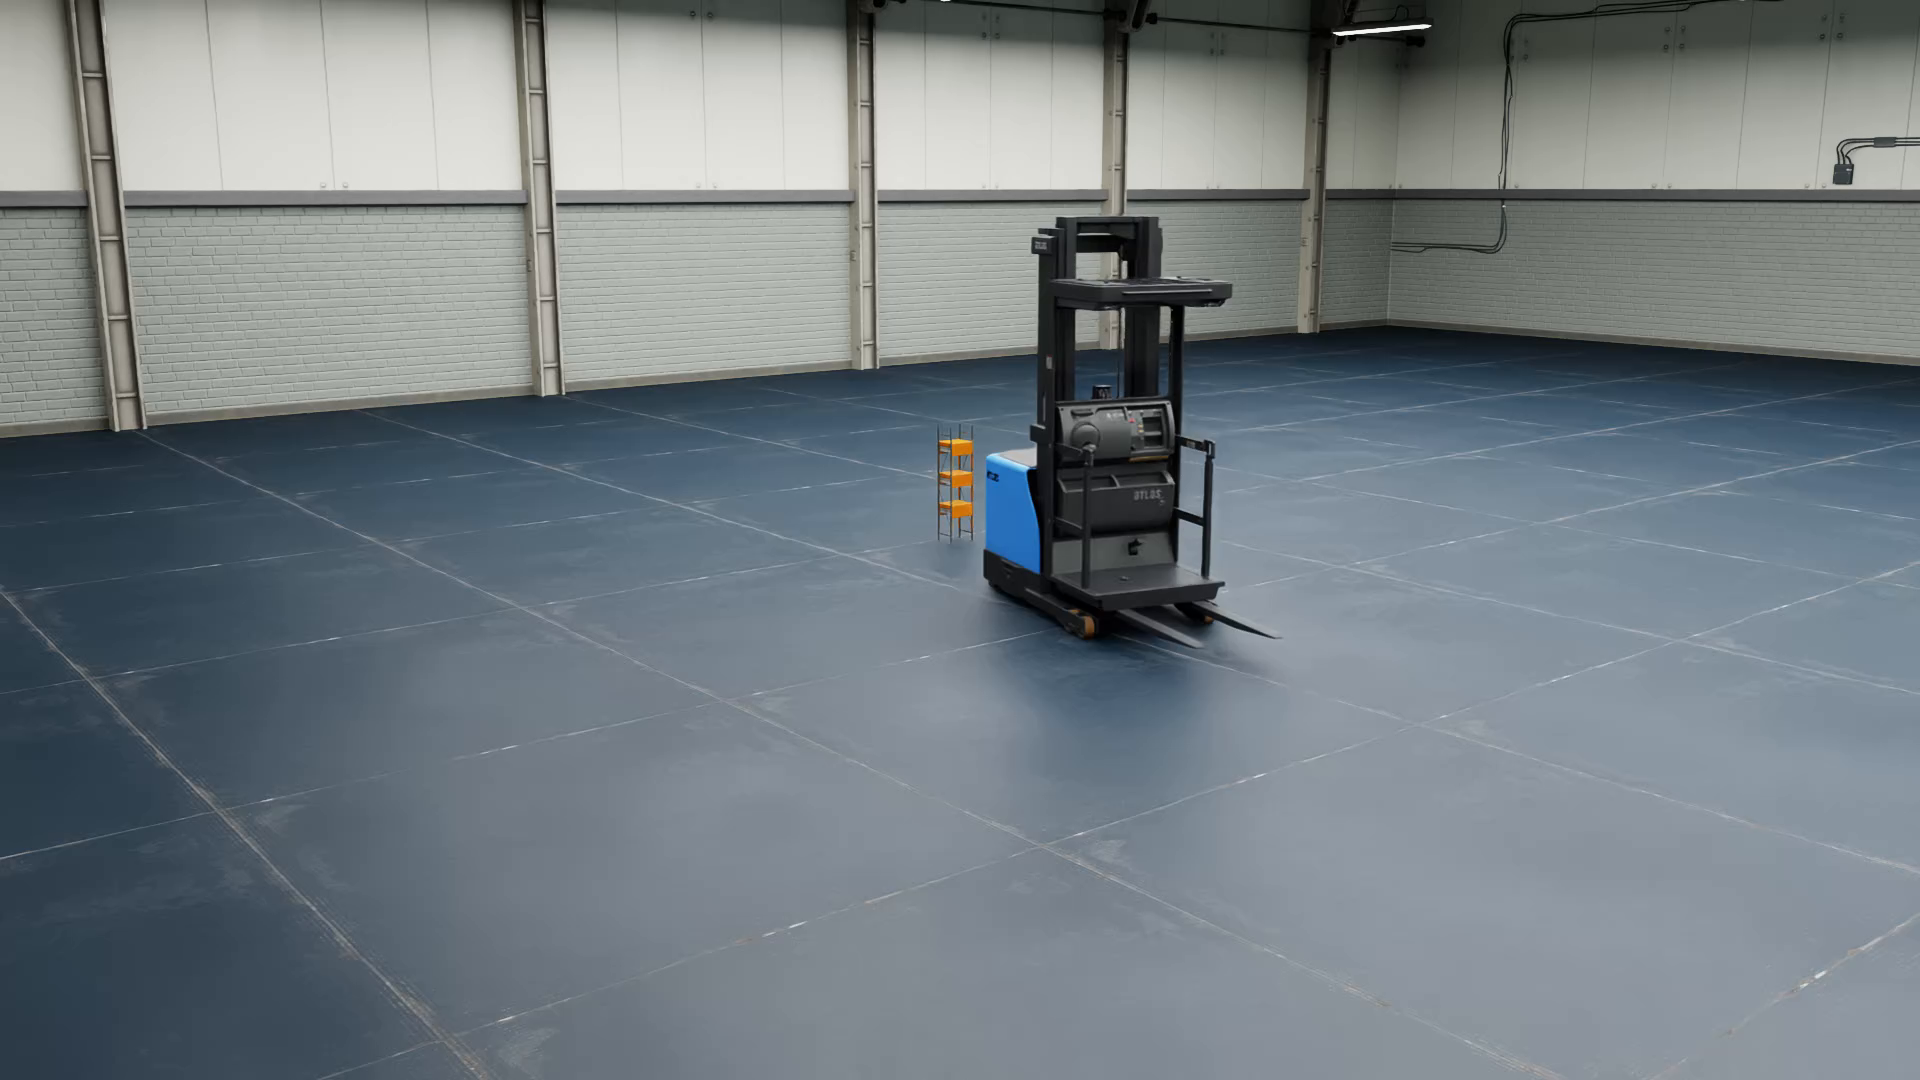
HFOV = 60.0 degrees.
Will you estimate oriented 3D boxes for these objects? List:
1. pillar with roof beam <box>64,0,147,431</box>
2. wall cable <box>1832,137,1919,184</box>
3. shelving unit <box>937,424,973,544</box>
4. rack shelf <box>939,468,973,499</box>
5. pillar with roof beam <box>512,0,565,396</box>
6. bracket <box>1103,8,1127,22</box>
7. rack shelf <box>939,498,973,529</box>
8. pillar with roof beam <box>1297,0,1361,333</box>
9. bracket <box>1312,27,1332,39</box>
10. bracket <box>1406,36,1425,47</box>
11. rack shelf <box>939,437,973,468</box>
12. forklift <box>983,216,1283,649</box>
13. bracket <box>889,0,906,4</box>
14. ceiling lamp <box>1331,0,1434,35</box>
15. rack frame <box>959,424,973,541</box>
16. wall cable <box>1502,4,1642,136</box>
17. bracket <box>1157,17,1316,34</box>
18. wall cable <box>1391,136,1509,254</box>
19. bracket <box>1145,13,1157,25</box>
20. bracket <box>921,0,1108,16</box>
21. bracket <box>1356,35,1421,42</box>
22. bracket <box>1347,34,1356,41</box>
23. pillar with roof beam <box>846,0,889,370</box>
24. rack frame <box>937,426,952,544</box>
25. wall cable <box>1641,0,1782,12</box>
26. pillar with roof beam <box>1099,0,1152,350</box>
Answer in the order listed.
[{"bbox_3d":[-8.358,-5.182,17.866,0.400,9.000,9.100,-9,15,-38],"label":"pillar with roof beam"},{"bbox_3d":[16.738,-9.284,28.997,0.169,6.003,2.305,-9,15,-38],"label":"wall cable"},{"bbox_3d":[-0.042,-0.507,14.987,0.252,1.050,0.215,-9,15,-38],"label":"shelving unit"},{"bbox_3d":[-0.042,-0.496,14.989,0.240,0.259,0.215,-9,15,-38],"label":"rack shelf"},{"bbox_3d":[-3.672,-5.960,21.533,0.400,9.000,9.100,-9,15,-38],"label":"pillar with roof beam"},{"bbox_3d":[2.906,-9.865,31.255,0.430,0.232,0.235,-9,15,-38],"label":"bracket"},{"bbox_3d":[-0.042,-0.224,15.047,0.240,0.259,0.215,-9,15,-38],"label":"rack shelf"},{"bbox_3d":[10.383,-8.296,32.532,0.548,9.000,9.100,-9,15,-38],"label":"pillar with roof beam"},{"bbox_3d":[7.591,-10.643,34.922,0.430,0.232,0.235,-9,15,-38],"label":"bracket"},{"bbox_3d":[10.090,-11.059,36.877,0.430,0.232,0.235,-9,15,-38],"label":"bracket"},{"bbox_3d":[-0.042,-0.774,14.930,0.240,0.259,0.215,-9,15,-38],"label":"rack shelf"},{"bbox_3d":[1.237,-0.833,11.994,1.130,2.935,3.031,-5,13,-23],"label":"forklift"},{"bbox_3d":[-1.131,-9.194,28.096,0.430,0.232,0.235,-9,15,-38],"label":"bracket"},{"bbox_3d":[7.643,-10.578,29.225,0.800,3.185,2.000,-9,15,-38],"label":"ceiling lamp"},{"bbox_3d":[0.053,-0.522,15.062,0.008,1.050,0.200,-9,15,-38],"label":"rack frame"},{"bbox_3d":[12.510,-9.675,34.342,0.112,2.526,3.097,-9,15,-38],"label":"wall cable"},{"bbox_3d":[5.579,-10.309,33.348,4.783,0.066,0.076,-9,15,-38],"label":"bracket"},{"bbox_3d":[10.820,-7.643,36.933,0.112,2.526,3.097,-9,15,-38],"label":"wall cable"},{"bbox_3d":[3.554,-9.973,31.763,0.430,0.232,0.235,-9,15,-38],"label":"bracket"},{"bbox_3d":[0.894,-9.531,29.681,4.783,0.066,0.076,-9,15,-38],"label":"bracket"},{"bbox_3d":[9.629,-10.982,36.517,3.189,0.066,0.076,-9,15,-38],"label":"bracket"},{"bbox_3d":[8.239,-10.751,35.429,0.430,0.232,0.235,-9,15,-38],"label":"bracket"},{"bbox_3d":[1.013,-6.739,25.199,0.548,9.000,9.100,-9,15,-38],"label":"pillar with roof beam"},{"bbox_3d":[-0.137,-0.491,14.912,0.008,1.050,0.200,-9,15,-38],"label":"rack frame"},{"bbox_3d":[14.443,-11.398,31.506,0.112,2.526,3.097,-9,15,-38],"label":"wall cable"},{"bbox_3d":[5.698,-7.517,28.866,0.548,9.000,9.100,-9,15,-38],"label":"pillar with roof beam"}]
